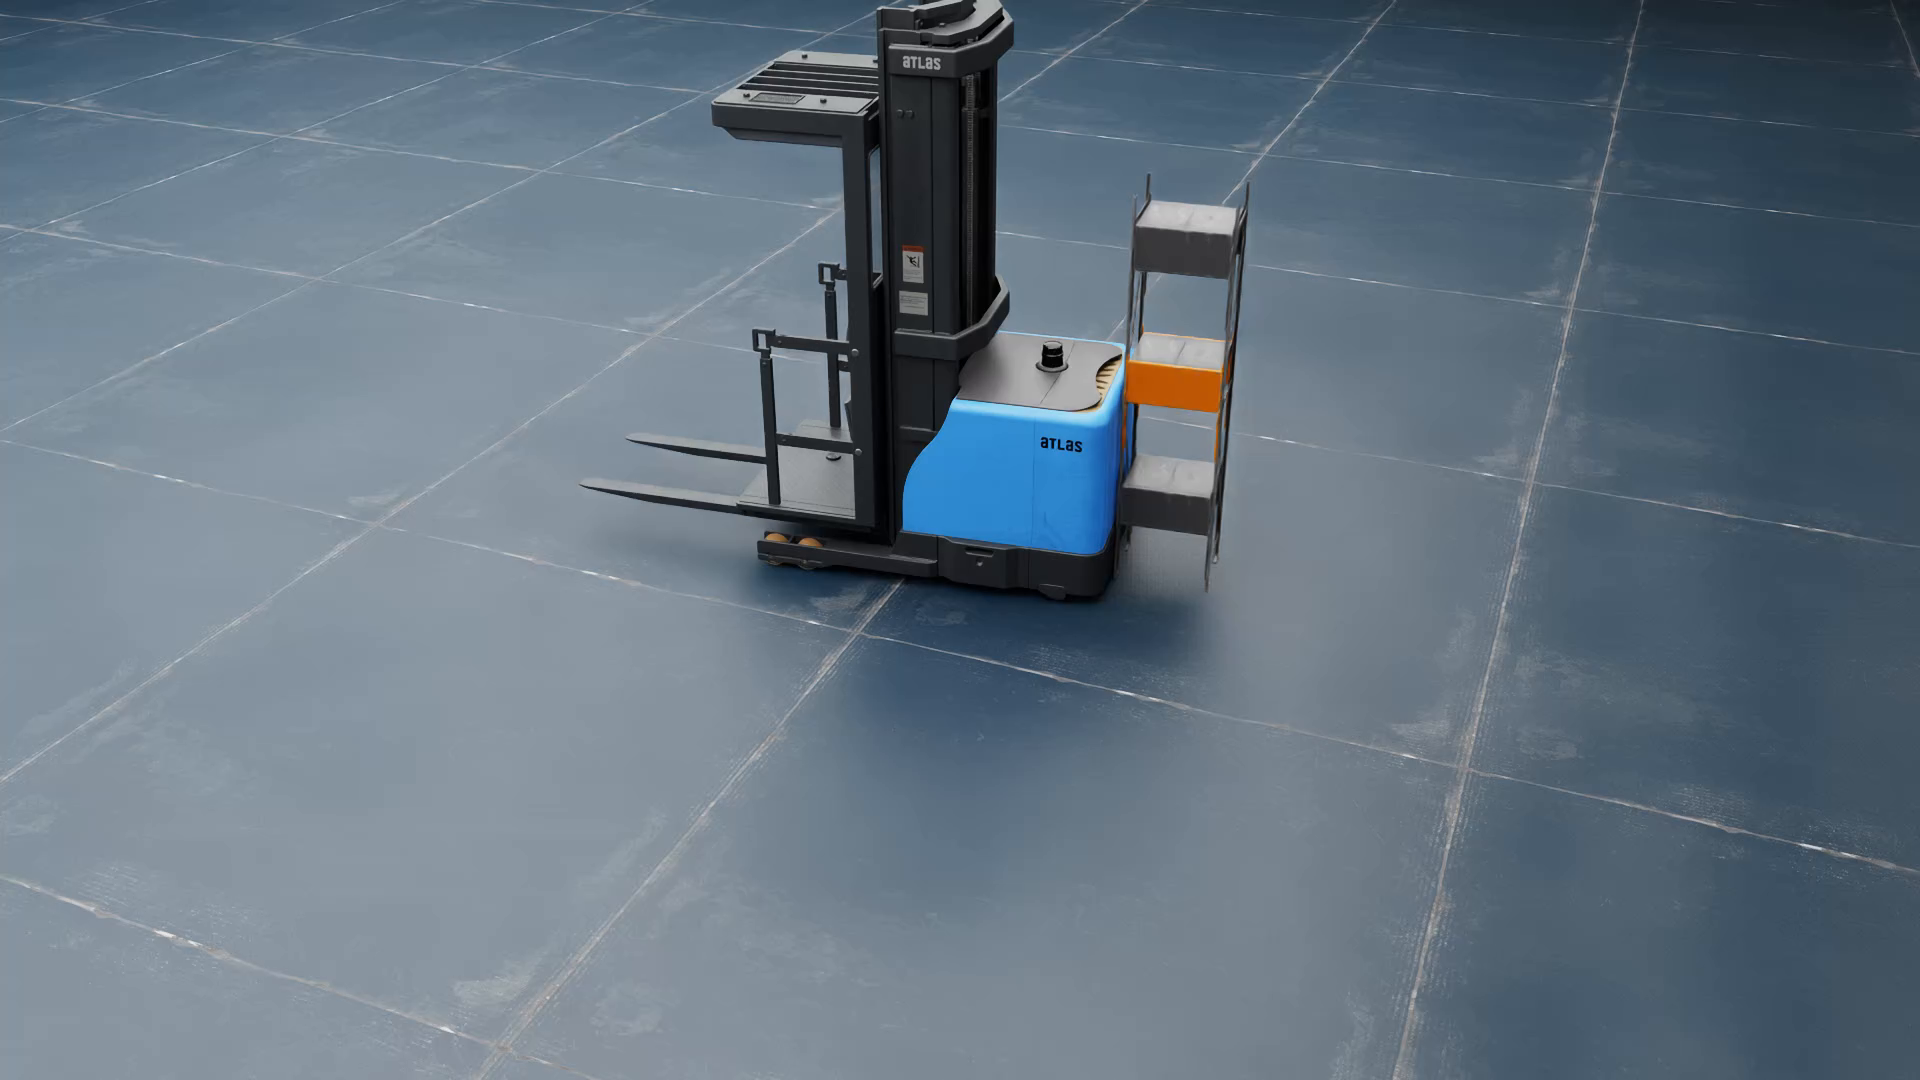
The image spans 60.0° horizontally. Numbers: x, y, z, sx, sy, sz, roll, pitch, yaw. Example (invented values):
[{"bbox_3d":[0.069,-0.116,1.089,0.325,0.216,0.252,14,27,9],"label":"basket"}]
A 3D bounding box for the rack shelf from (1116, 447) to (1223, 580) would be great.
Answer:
[{"bbox_3d":[1.115,-0.146,8.824,0.480,0.518,0.431,8,30,14],"label":"rack shelf"}]

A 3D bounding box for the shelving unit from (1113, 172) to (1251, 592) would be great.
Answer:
[{"bbox_3d":[1.115,-0.767,8.473,0.503,2.100,0.431,8,30,14],"label":"shelving unit"}]

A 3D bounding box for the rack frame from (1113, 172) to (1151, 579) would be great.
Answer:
[{"bbox_3d":[0.880,-0.800,8.531,0.015,2.100,0.400,8,30,14],"label":"rack frame"}]

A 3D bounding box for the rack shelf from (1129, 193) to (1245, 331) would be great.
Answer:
[{"bbox_3d":[1.114,-1.365,8.135,0.480,0.518,0.431,8,30,14],"label":"rack shelf"}]

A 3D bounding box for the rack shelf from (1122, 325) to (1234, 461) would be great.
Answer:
[{"bbox_3d":[1.115,-0.755,8.479,0.480,0.518,0.431,8,30,14],"label":"rack shelf"}]

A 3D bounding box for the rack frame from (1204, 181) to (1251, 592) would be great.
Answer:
[{"bbox_3d":[1.349,-0.734,8.414,0.015,2.100,0.400,8,30,14],"label":"rack frame"}]

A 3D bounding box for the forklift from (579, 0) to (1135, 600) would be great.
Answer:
[{"bbox_3d":[-0.600,-1.357,8.673,3.031,2.935,1.130,8,30,13],"label":"forklift"}]
